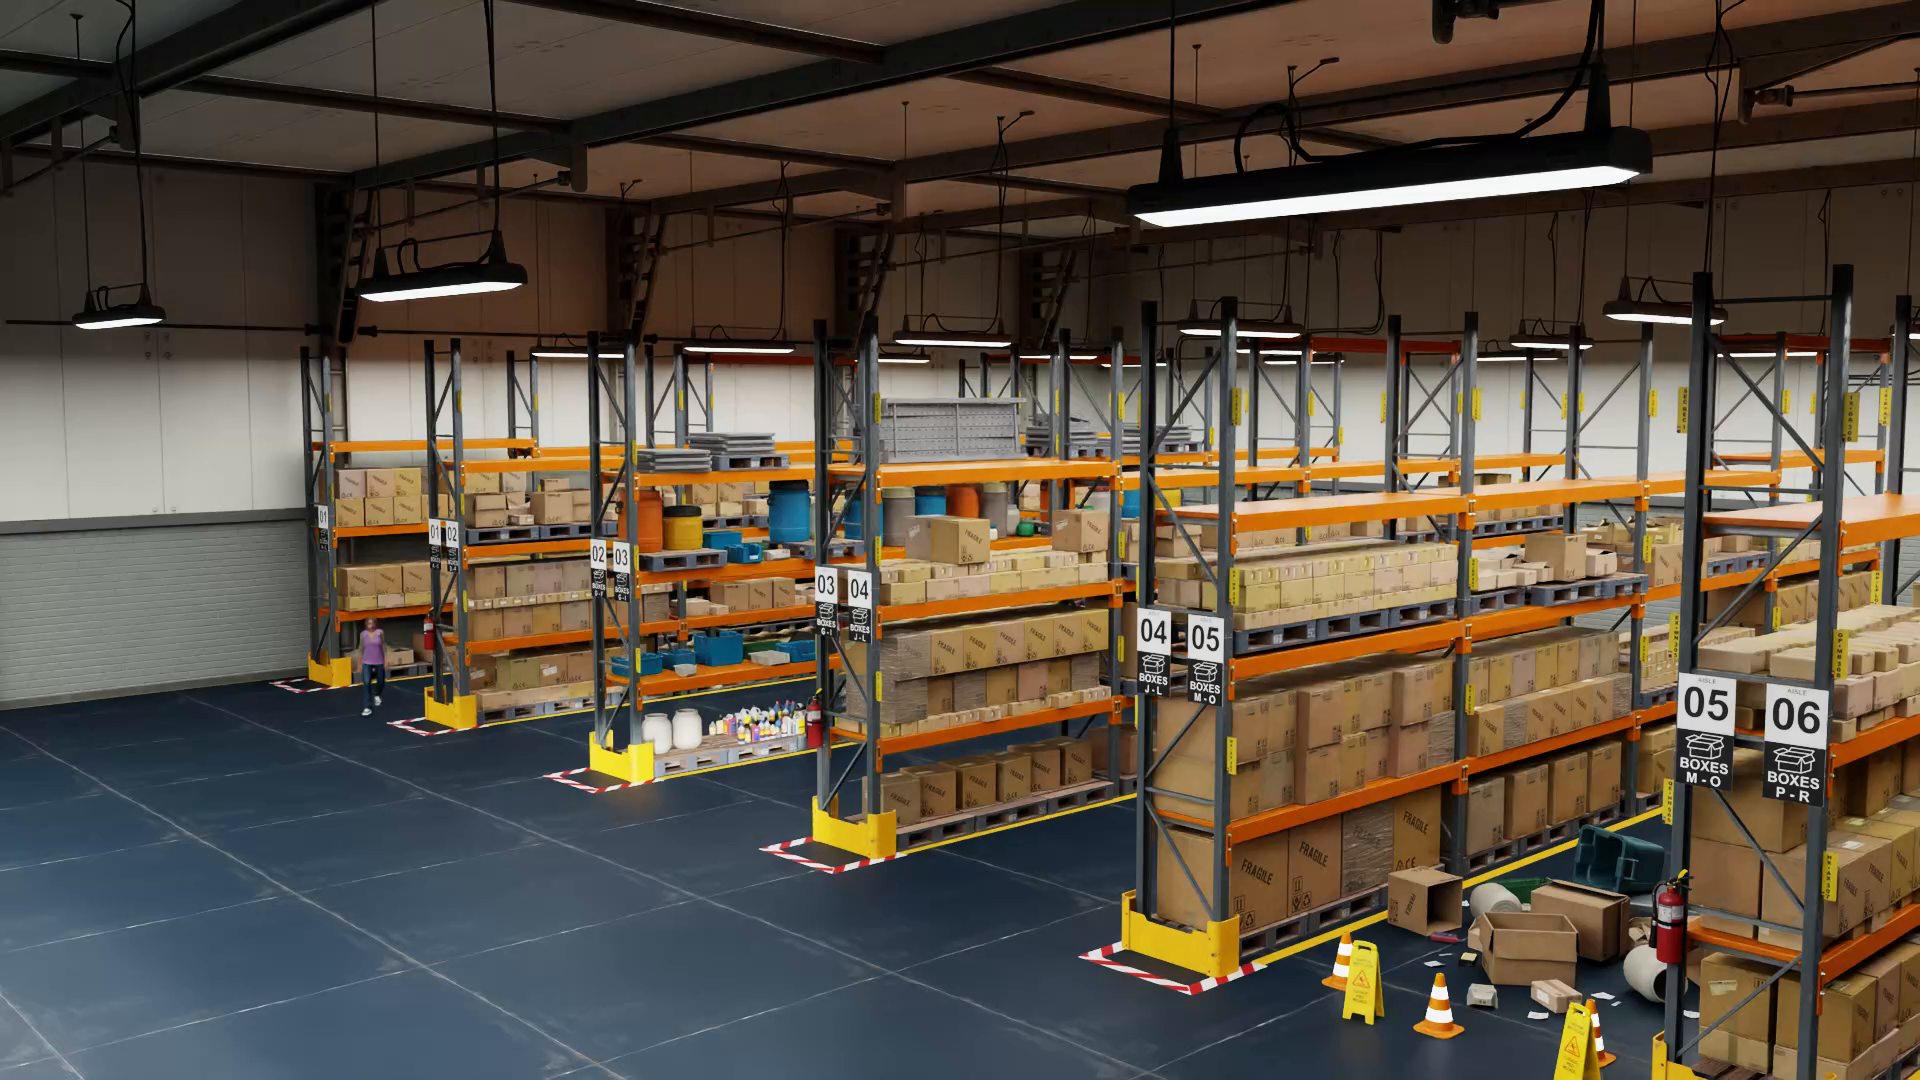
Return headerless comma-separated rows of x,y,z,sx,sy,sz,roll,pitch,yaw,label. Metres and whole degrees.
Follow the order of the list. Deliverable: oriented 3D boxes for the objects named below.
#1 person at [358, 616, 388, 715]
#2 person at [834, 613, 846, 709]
-9.501,2.001,26.910,0.472,1.573,0.754,-1,5,-15,person
-2.078,1.956,26.654,1.001,1.747,0.656,-5,7,-44,person
